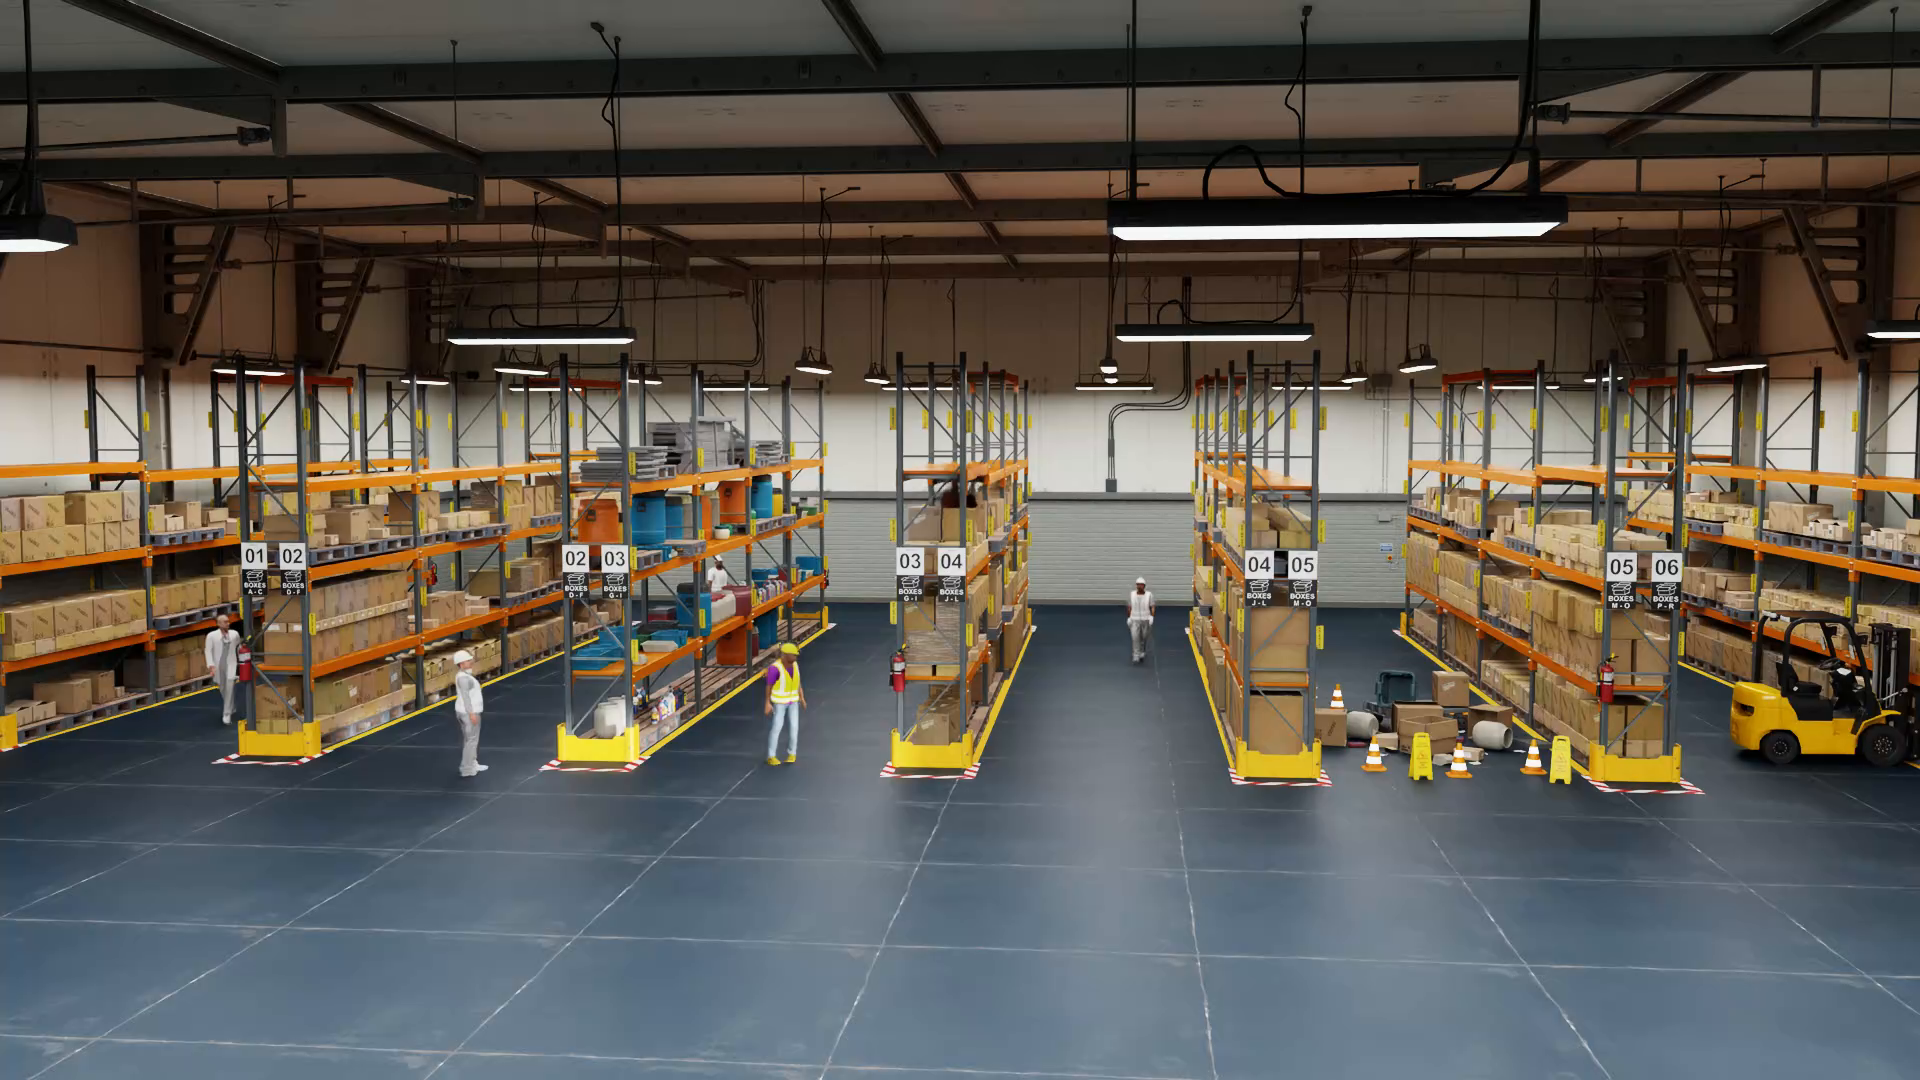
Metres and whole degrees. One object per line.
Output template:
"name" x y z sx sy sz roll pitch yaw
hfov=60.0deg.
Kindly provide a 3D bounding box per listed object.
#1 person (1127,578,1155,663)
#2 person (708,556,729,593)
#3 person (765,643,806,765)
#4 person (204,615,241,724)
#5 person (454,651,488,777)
"person" 3.764 1.656 34.535 0.569 1.726 1.056 0 4 3
"person" -5.759 1.262 40.264 0.583 1.761 0.599 2 5 29
"person" -2.562 2.387 24.366 0.656 1.775 0.408 -3 5 -37
"person" -12.328 2.130 27.818 0.538 1.739 1.025 0 4 -5
"person" -6.948 2.451 23.673 0.525 1.777 0.546 -3 5 -38
